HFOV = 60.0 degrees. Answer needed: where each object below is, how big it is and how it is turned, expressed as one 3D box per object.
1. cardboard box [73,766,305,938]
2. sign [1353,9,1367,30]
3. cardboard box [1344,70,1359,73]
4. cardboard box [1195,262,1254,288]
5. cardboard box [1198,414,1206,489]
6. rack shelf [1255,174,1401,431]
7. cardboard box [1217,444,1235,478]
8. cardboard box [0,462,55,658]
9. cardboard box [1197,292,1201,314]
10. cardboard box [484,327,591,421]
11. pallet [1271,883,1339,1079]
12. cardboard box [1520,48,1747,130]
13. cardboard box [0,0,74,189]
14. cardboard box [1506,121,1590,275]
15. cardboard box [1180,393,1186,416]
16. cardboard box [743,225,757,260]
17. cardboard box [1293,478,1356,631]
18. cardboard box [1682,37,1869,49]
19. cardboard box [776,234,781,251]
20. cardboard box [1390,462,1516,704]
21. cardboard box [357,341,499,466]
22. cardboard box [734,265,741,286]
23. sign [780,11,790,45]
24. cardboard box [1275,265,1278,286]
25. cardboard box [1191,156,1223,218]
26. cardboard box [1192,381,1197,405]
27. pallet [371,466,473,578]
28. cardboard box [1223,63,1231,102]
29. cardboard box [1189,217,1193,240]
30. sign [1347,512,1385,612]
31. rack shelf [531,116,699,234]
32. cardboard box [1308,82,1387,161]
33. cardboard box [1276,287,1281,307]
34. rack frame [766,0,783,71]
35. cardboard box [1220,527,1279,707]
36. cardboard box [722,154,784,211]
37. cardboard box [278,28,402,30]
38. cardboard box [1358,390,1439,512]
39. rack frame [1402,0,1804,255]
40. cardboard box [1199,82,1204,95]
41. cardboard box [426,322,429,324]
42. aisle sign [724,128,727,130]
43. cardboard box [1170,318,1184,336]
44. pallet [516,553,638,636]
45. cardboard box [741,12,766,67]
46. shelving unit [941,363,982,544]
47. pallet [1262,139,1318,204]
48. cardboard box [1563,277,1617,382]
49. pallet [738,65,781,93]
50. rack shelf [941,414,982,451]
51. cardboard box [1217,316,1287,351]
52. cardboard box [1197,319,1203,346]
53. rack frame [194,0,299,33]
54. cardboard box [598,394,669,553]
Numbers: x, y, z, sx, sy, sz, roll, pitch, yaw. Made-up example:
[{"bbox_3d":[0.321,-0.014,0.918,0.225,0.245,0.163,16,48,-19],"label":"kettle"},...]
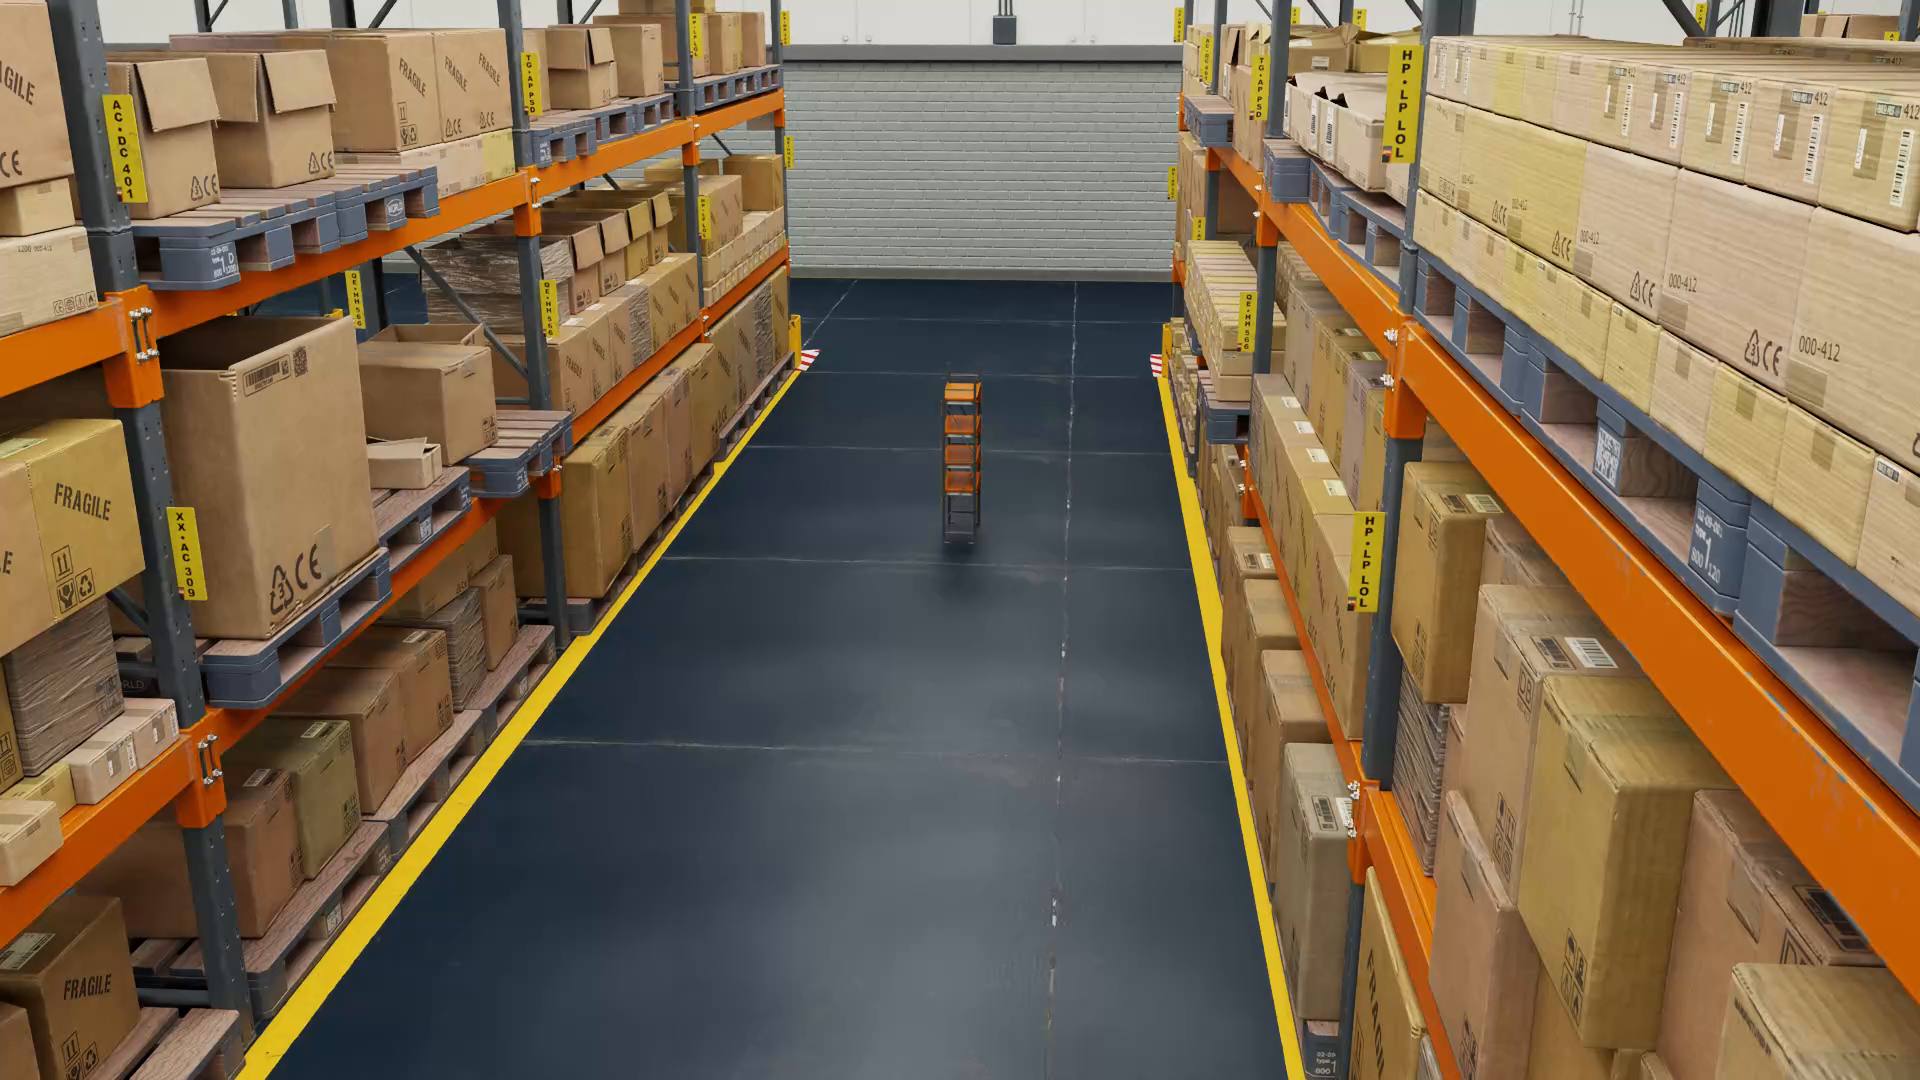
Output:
[{"bbox_3d":[-3.070,1.238,6.637,0.700,0.500,0.500,0,18,0],"label":"cardboard box"},{"bbox_3d":[2.932,-3.740,12.241,0.100,0.325,0.005,1,18,4],"label":"sign"},{"bbox_3d":[2.427,-2.451,9.608,0.500,0.500,0.500,1,18,4],"label":"cardboard box"},{"bbox_3d":[1.818,-1.821,11.437,0.380,0.149,0.250,1,18,3],"label":"cardboard box"},{"bbox_3d":[2.061,-0.682,12.526,0.500,0.500,0.500,2,18,6],"label":"cardboard box"},{"bbox_3d":[1.948,-1.114,6.842,1.077,0.370,4.000,1,18,4],"label":"rack shelf"},{"bbox_3d":[1.957,-0.552,10.926,0.500,0.250,0.500,2,18,5],"label":"cardboard box"},{"bbox_3d":[-2.927,0.086,4.598,0.500,0.500,0.500,1,18,4],"label":"cardboard box"},{"bbox_3d":[1.802,-1.595,11.226,0.380,0.149,0.250,1,18,3],"label":"cardboard box"},{"bbox_3d":[-2.542,-0.986,9.953,0.500,0.500,0.500,2,18,6],"label":"cardboard box"},{"bbox_3d":[1.785,1.675,6.472,1.003,0.211,1.213,1,18,4],"label":"pallet"},{"bbox_3d":[1.369,-0.919,3.380,0.380,0.149,0.250,1,18,5],"label":"cardboard box"},{"bbox_3d":[-2.913,-1.257,4.685,0.500,0.500,0.500,1,18,2],"label":"cardboard box"},{"bbox_3d":[1.420,-0.692,3.330,0.500,0.250,0.500,1,18,3],"label":"cardboard box"},{"bbox_3d":[2.141,-1.189,14.639,0.380,0.149,0.250,1,18,4],"label":"cardboard box"},{"bbox_3d":[-2.151,-2.714,15.152,0.500,0.250,0.500,1,18,4],"label":"cardboard box"},{"bbox_3d":[1.648,0.062,6.757,0.500,0.500,0.500,1,18,4],"label":"cardboard box"},{"bbox_3d":[2.097,-1.220,4.300,0.380,0.149,0.250,1,18,3],"label":"cardboard box"},{"bbox_3d":[-1.989,-2.960,16.542,0.380,0.149,0.250,1,18,4],"label":"cardboard box"},{"bbox_3d":[1.744,0.121,4.763,0.875,0.550,0.550,1,18,4],"label":"cardboard box"},{"bbox_3d":[-2.787,-0.696,8.395,0.700,0.500,0.500,4,19,12],"label":"cardboard box"},{"bbox_3d":[-2.136,-2.325,14.605,0.380,0.149,0.250,1,18,3],"label":"cardboard box"},{"bbox_3d":[-1.734,-5.070,16.467,0.100,0.325,0.005,1,18,4],"label":"sign"},{"bbox_3d":[2.547,-1.987,12.421,0.380,0.149,0.250,2,18,6],"label":"cardboard box"},{"bbox_3d":[2.174,-2.870,13.621,0.500,0.500,0.500,1,18,2],"label":"cardboard box"},{"bbox_3d":[2.123,-1.218,13.770,0.380,0.149,0.250,2,18,5],"label":"cardboard box"},{"bbox_3d":[-2.949,-0.086,7.677,1.003,0.211,1.213,1,18,4],"label":"pallet"},{"bbox_3d":[2.106,-3.207,11.546,0.500,0.311,0.500,1,18,3],"label":"cardboard box"},{"bbox_3d":[2.170,-2.400,13.792,0.500,0.500,0.500,1,18,2],"label":"cardboard box"},{"bbox_3d":[1.263,0.069,5.161,0.100,0.325,0.005,1,18,4],"label":"sign"},{"bbox_3d":[-2.705,-2.498,11.067,1.077,0.370,4.000,1,18,4],"label":"rack shelf"},{"bbox_3d":[1.748,-1.746,6.926,0.500,0.311,0.500,1,18,3],"label":"cardboard box"},{"bbox_3d":[2.530,-1.765,12.222,0.380,0.149,0.250,1,18,4],"label":"cardboard box"},{"bbox_3d":[-2.275,-6.129,16.175,1.000,3.000,0.127,1,18,4],"label":"rack frame"},{"bbox_3d":[1.958,0.405,8.807,1.050,0.750,0.750,1,18,3],"label":"cardboard box"},{"bbox_3d":[-2.048,-3.547,16.490,0.500,0.500,0.500,2,18,5],"label":"cardboard box"},{"bbox_3d":[-3.138,-2.364,8.538,0.500,0.500,0.500,1,18,4],"label":"cardboard box"},{"bbox_3d":[1.870,-0.246,6.089,0.700,0.500,0.500,1,18,3],"label":"cardboard box"},{"bbox_3d":[1.805,-2.260,4.367,1.000,3.000,0.127,1,18,4],"label":"rack frame"},{"bbox_3d":[2.192,-3.561,13.397,0.500,0.250,0.500,1,18,4],"label":"cardboard box"},{"bbox_3d":[-3.018,-1.154,10.468,0.500,0.500,0.500,1,18,3],"label":"cardboard box"},{"bbox_3d":[-2.569,-4.542,16.793,0.394,0.787,0.004,1,18,4],"label":"aisle sign"},{"bbox_3d":[2.289,-2.108,16.488,0.380,0.149,0.250,0,18,1],"label":"cardboard box"},{"bbox_3d":[-2.717,0.289,10.703,1.003,0.211,1.213,1,18,4],"label":"pallet"},{"bbox_3d":[-2.259,-4.835,16.049,0.700,0.500,0.500,0,18,1],"label":"cardboard box"},{"bbox_3d":[0.012,-0.622,11.893,0.258,1.200,0.503,1,18,4],"label":"shelving unit"},{"bbox_3d":[2.098,-1.786,8.041,1.213,0.211,1.003,2,18,6],"label":"pallet"},{"bbox_3d":[1.331,-0.384,3.029,0.380,0.149,0.250,2,18,5],"label":"cardboard box"},{"bbox_3d":[-2.317,-4.431,15.952,1.003,0.211,1.213,1,18,4],"label":"pallet"},{"bbox_3d":[0.012,-0.770,11.844,0.258,0.148,0.480,1,18,4],"label":"rack shelf"},{"bbox_3d":[1.670,-1.177,9.470,0.380,0.149,0.250,1,18,2],"label":"cardboard box"},{"bbox_3d":[1.782,-1.378,11.039,0.380,0.149,0.250,0,18,1],"label":"cardboard box"},{"bbox_3d":[-7.215,-6.239,16.513,1.000,3.000,0.127,1,18,4],"label":"rack frame"},{"bbox_3d":[-2.706,-0.474,11.289,1.225,0.875,0.875,1,18,4],"label":"cardboard box"}]
